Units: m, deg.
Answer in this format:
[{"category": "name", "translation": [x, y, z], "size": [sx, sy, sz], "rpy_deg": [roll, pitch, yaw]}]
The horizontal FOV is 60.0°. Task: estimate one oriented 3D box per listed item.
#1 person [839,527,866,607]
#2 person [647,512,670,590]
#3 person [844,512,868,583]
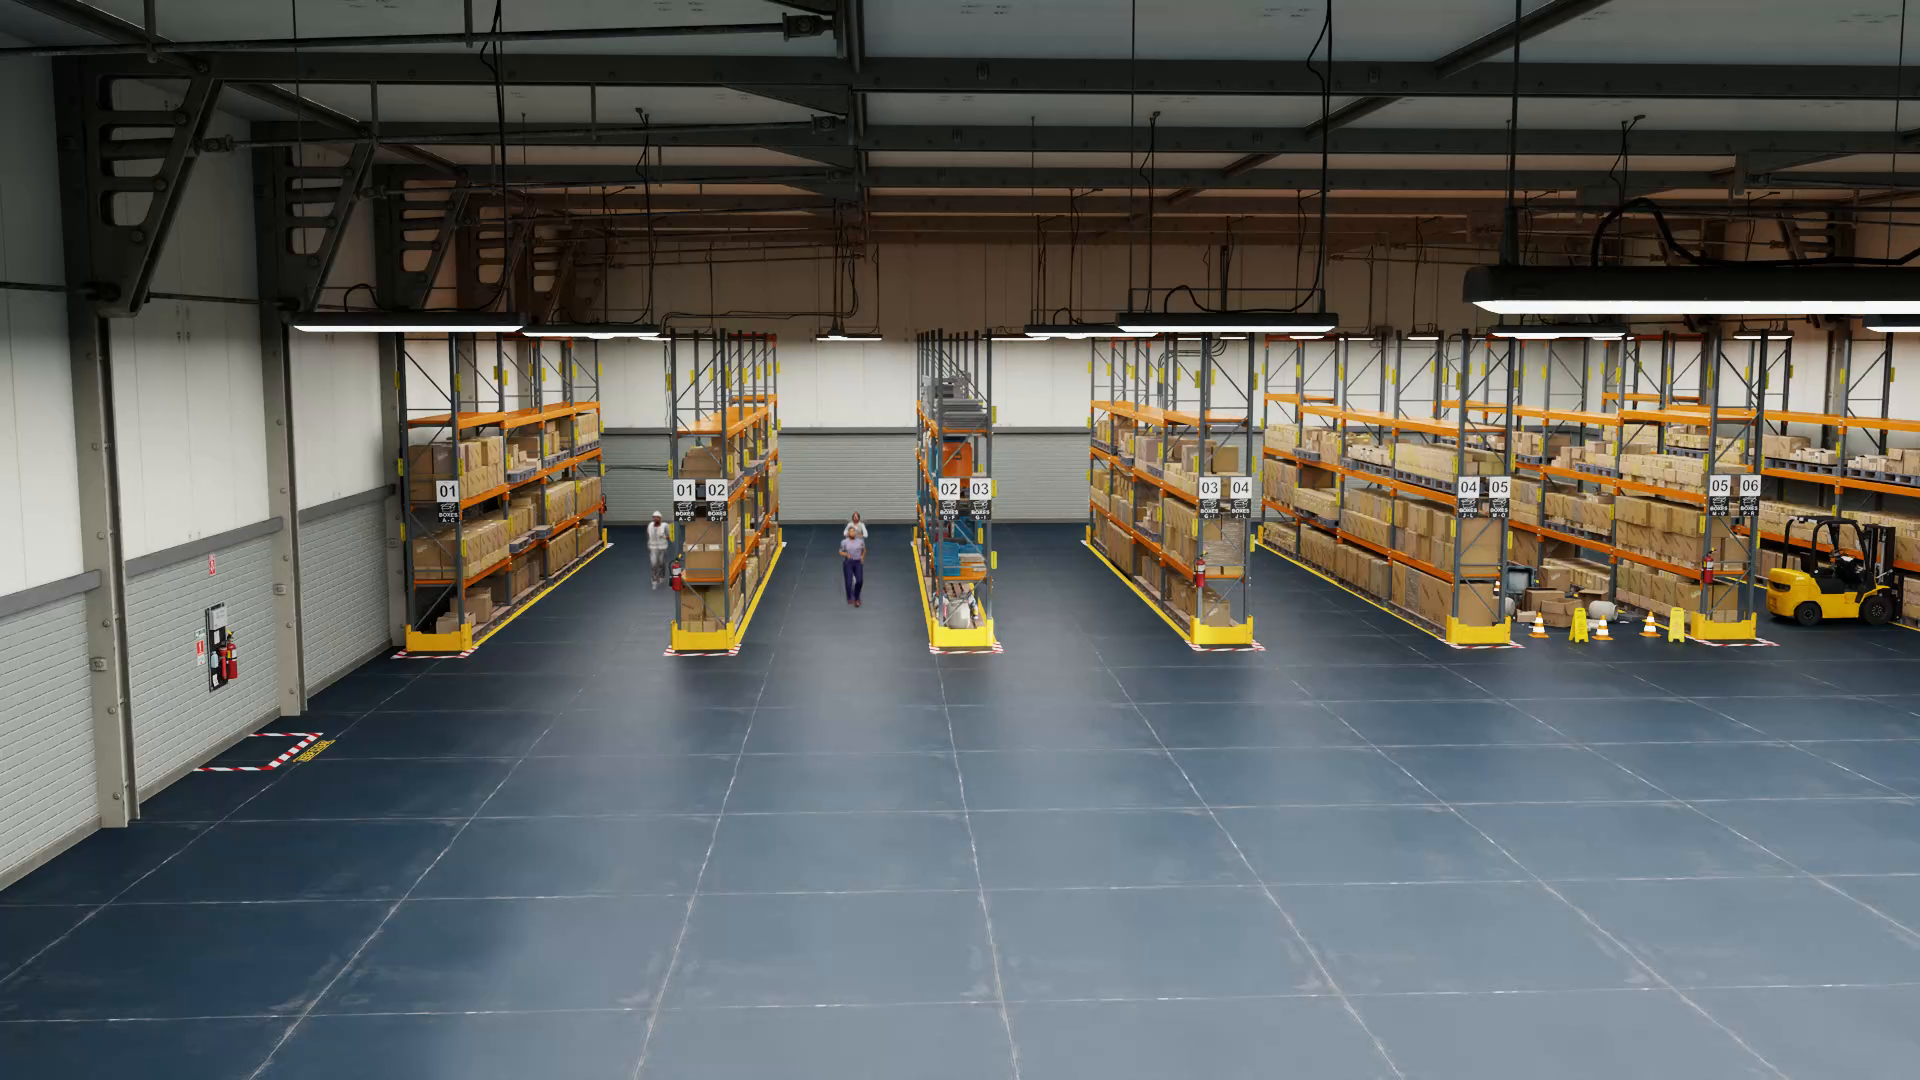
[{"category": "person", "translation": [-2.212, 0.576, 34.634], "size": [0.591, 1.691, 0.576], "rpy_deg": [-2, 7, -13]}, {"category": "person", "translation": [-7.057, 0.241, 39.094], "size": [0.650, 1.844, 0.817], "rpy_deg": [0, 7, -2]}, {"category": "person", "translation": [-2.375, 0.160, 37.967], "size": [0.543, 1.597, 0.812], "rpy_deg": [-1, 7, -6]}]
